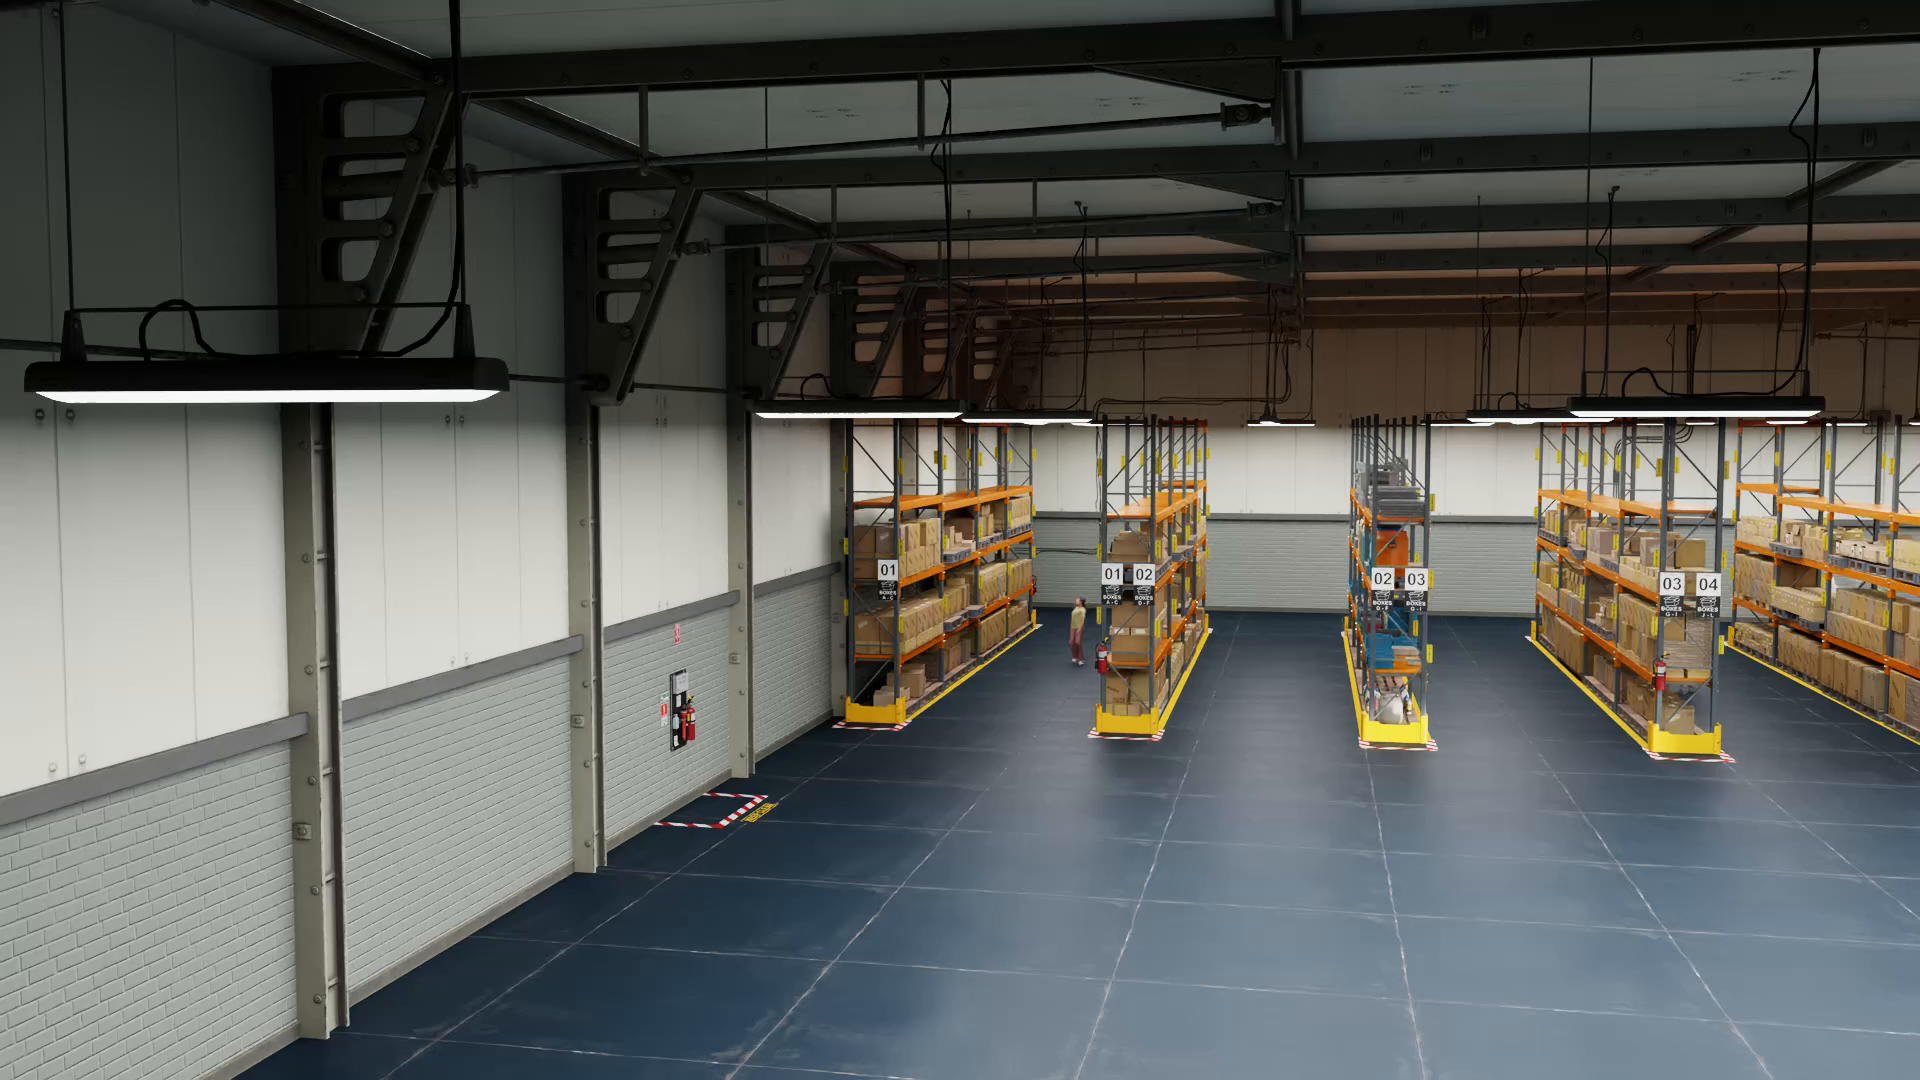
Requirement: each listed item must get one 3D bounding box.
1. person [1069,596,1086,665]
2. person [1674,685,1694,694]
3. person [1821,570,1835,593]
[{"bbox_3d":[2.864,2.215,40.691,0.398,1.703,0.500,-4,5,-44],"label":"person"},{"bbox_3d":[15.756,2.443,36.018,0.478,1.771,0.590,2,4,27],"label":"person"},{"bbox_3d":[24.672,1.677,47.266,0.643,1.764,0.586,-1,4,-8],"label":"person"}]
